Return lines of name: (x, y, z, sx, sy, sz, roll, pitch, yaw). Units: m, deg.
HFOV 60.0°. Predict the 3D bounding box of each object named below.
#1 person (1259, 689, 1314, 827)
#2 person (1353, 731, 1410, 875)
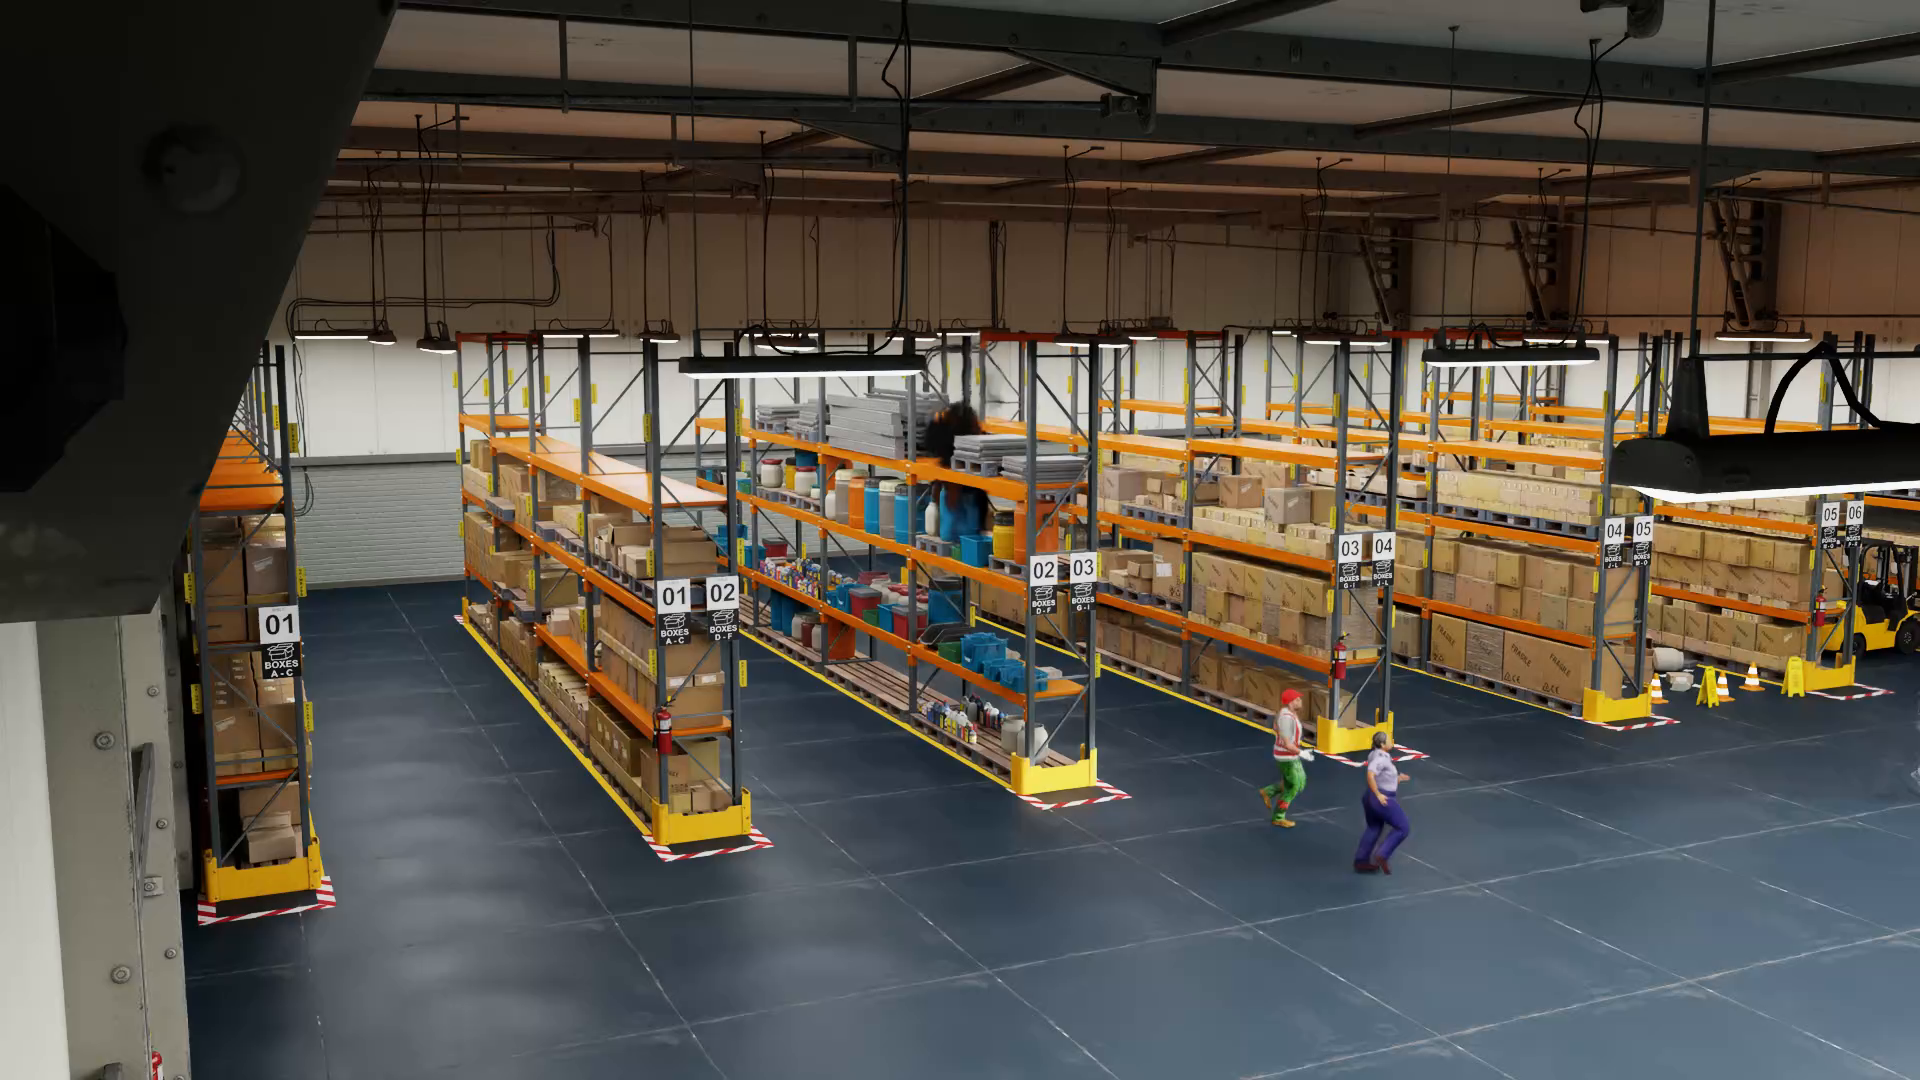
person: (4.066, 2.696, 20.680, 0.664, 1.741, 0.685, 2, 8, 11)
person: (4.814, 2.989, 18.921, 0.623, 1.624, 0.594, -1, 8, -6)
